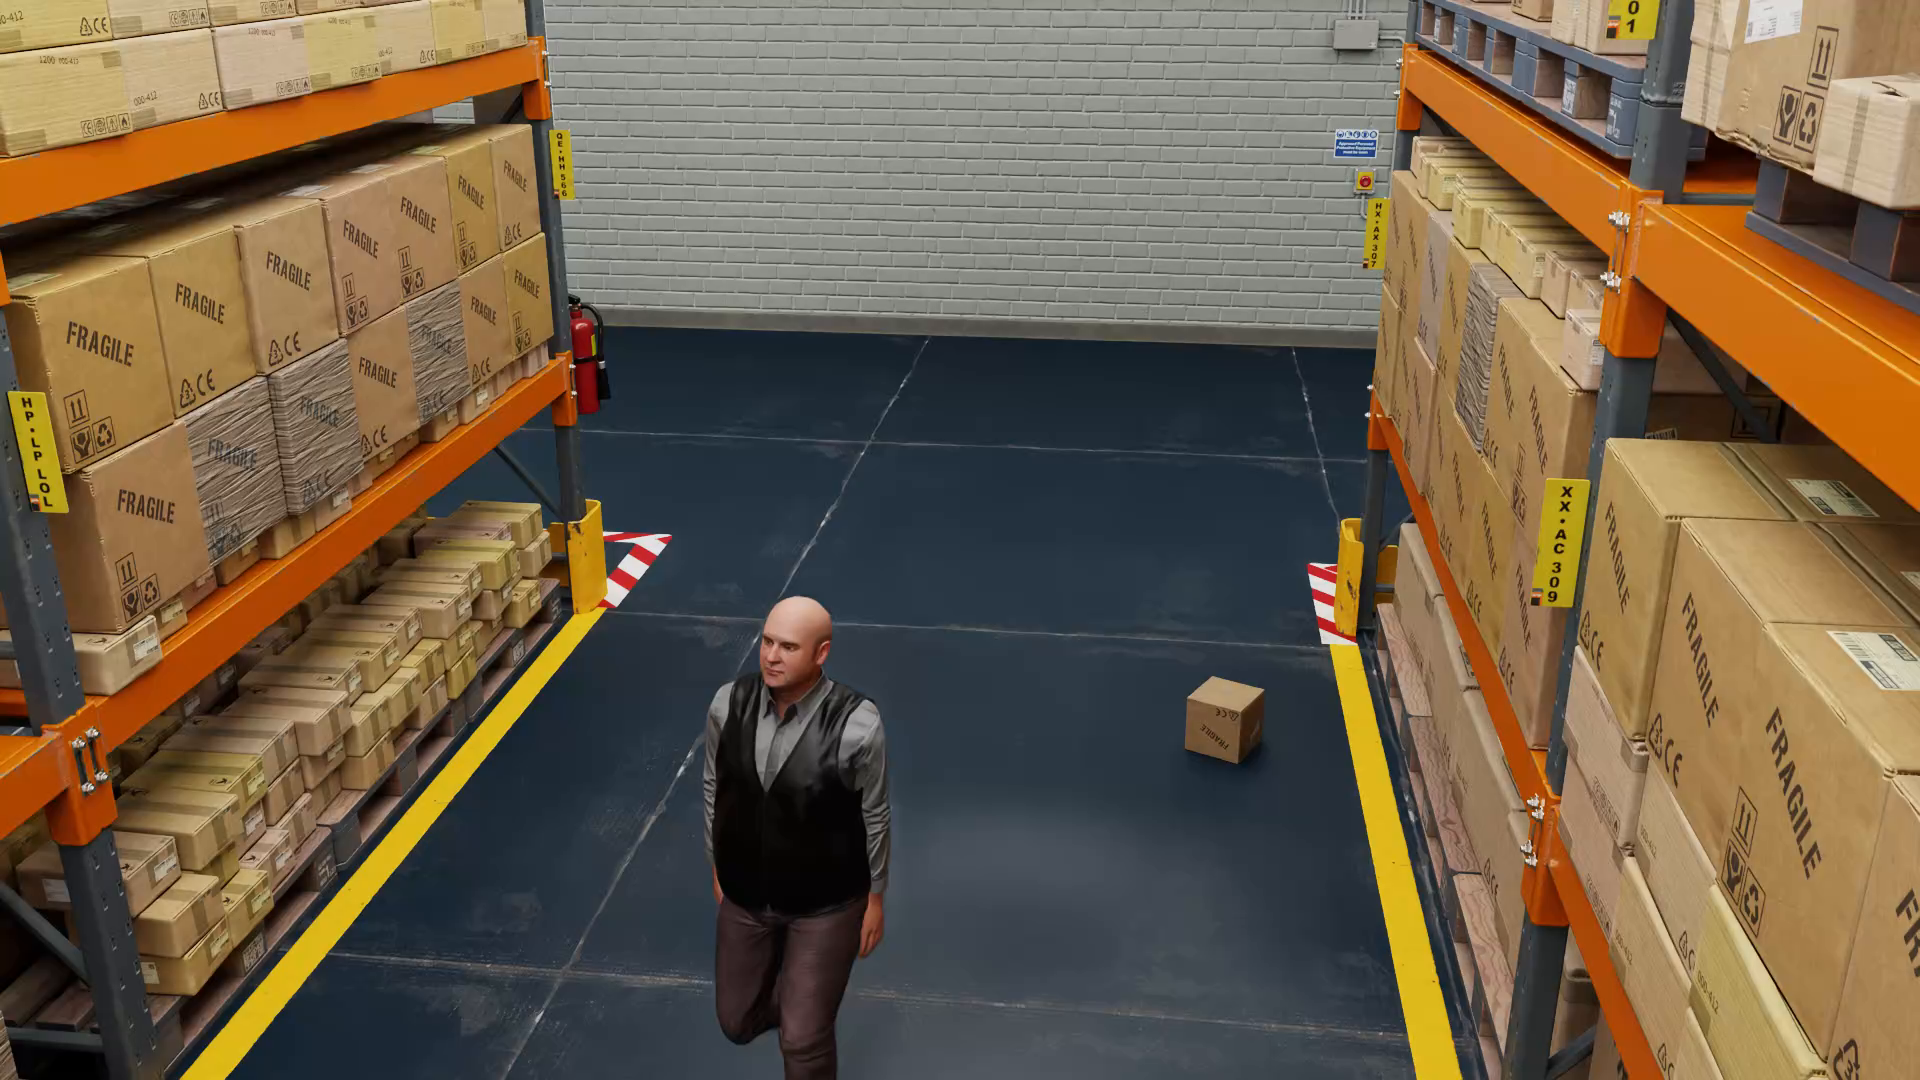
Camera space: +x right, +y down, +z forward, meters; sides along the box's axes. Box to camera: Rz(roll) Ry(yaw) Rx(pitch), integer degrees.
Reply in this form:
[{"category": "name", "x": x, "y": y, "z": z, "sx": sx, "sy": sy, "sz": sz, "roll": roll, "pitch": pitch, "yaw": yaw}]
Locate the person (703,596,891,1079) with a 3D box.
[{"category": "person", "x": -0.454, "y": 0.951, "z": 4.604, "sx": 0.542, "sy": 1.703, "sz": 0.697, "roll": 7, "pitch": 22, "yaw": 17}]
